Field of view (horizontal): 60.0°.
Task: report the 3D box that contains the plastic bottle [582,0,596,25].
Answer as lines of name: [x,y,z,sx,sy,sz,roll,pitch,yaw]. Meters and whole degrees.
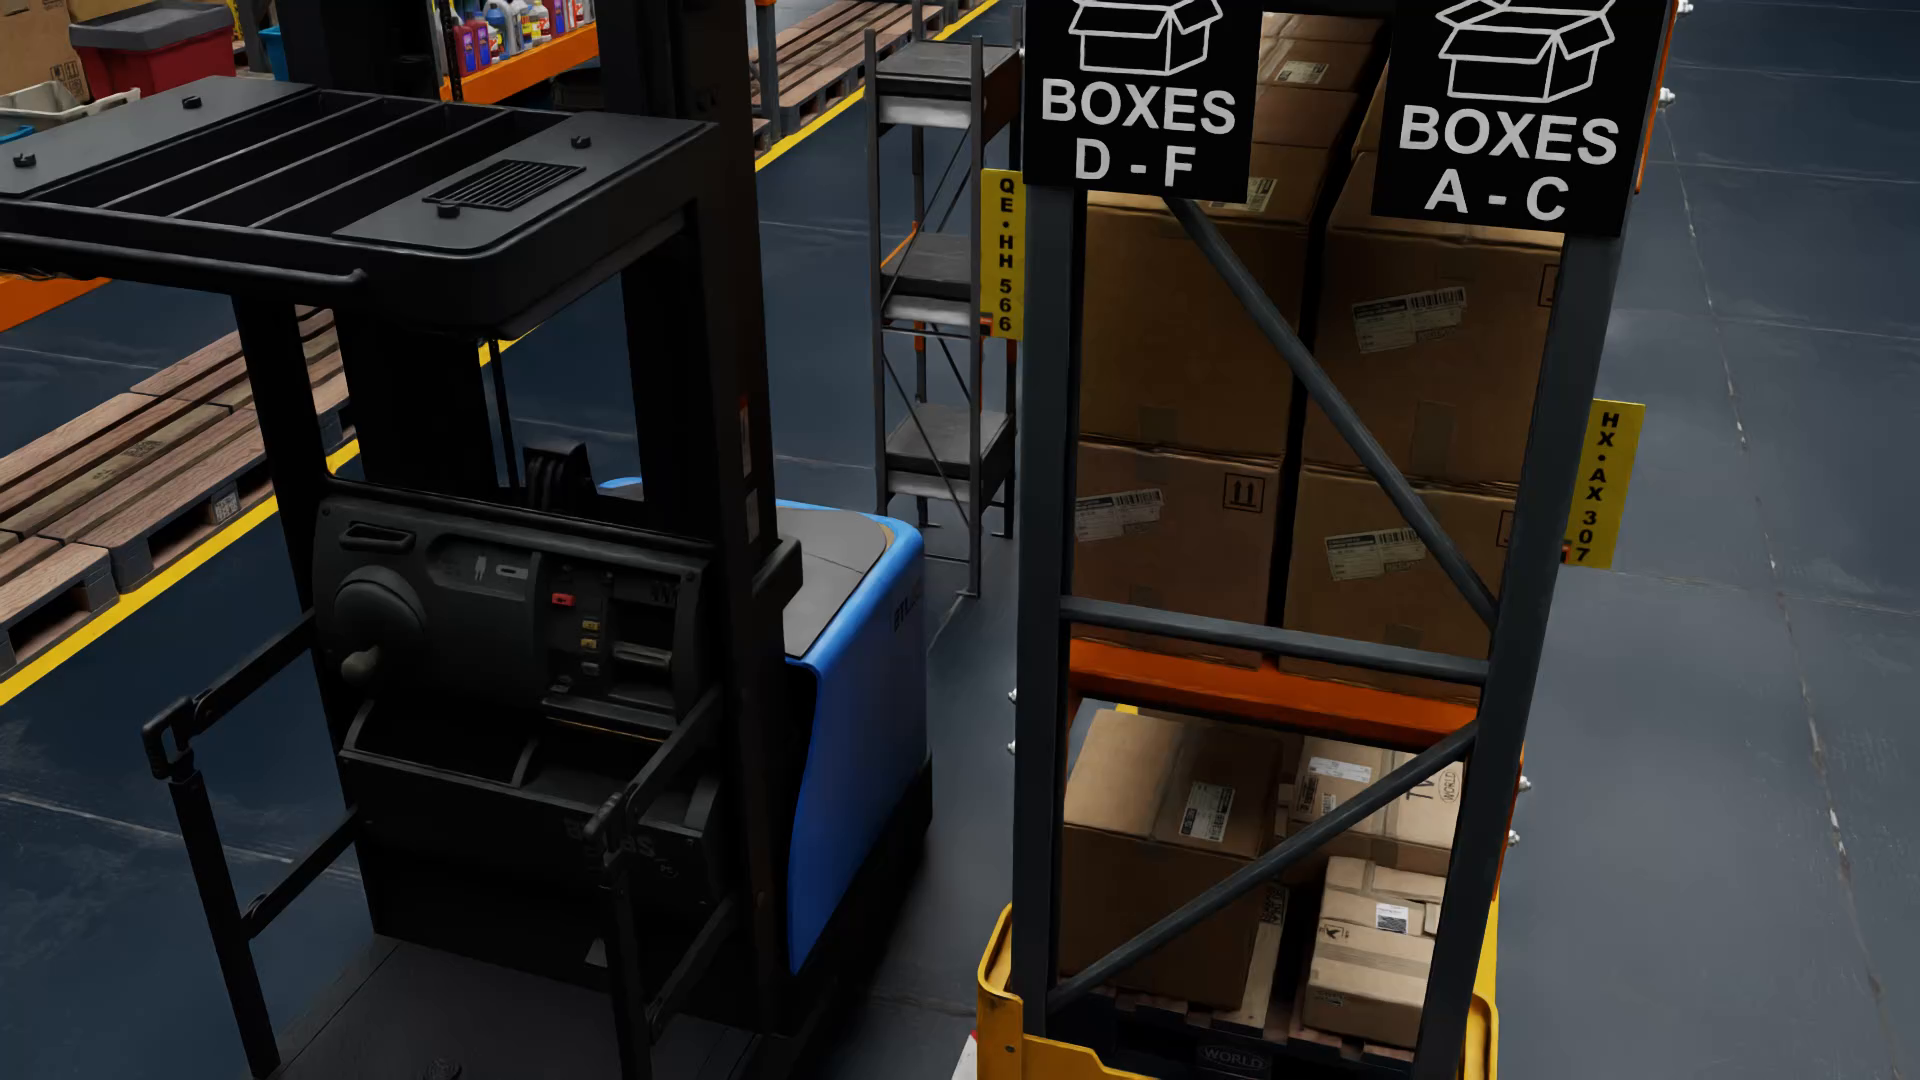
plastic bottle: [-2.109,-3.008,9.198,0.152,0.276,0.135,8,30,15]

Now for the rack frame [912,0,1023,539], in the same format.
rack frame: [0.023,-0.954,6.305,0.400,2.100,0.015,8,30,15]

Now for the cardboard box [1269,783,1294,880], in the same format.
cardboard box: [0.741,0.787,4.711,0.380,0.166,0.250,8,30,15]

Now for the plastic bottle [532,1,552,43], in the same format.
plastic bottle: [-2.224,-2.747,8.807,0.097,0.201,0.097,0,29,0]

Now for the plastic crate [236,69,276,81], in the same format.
plastic crate: [-3.222,-2.078,7.609,0.396,0.136,0.243,8,30,15]

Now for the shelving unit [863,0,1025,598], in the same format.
shelving unit: [-0.049,-0.841,6.101,0.431,2.100,0.503,8,30,15]

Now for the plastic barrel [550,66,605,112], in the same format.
plastic barrel: [-2.233,-2.597,10.381,0.600,0.588,0.708,8,30,15]

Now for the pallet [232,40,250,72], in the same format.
pallet: [-6.278,-4.073,13.854,1.003,0.211,1.213,8,30,15]

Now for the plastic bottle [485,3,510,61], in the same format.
plastic bottle: [-2.349,-2.580,8.434,0.097,0.271,0.097,0,29,0]

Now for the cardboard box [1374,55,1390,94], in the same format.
cardboard box: [1.292,-0.921,4.188,0.500,0.500,0.500,9,30,16]

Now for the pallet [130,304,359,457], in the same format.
pallet: [-3.127,-0.797,7.966,1.003,0.211,1.213,8,30,15]

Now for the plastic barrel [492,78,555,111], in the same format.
plastic barrel: [-2.565,-2.209,9.362,0.600,0.901,0.708,8,30,15]

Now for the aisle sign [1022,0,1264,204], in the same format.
aisle sign: [0.299,-0.944,2.686,0.394,0.787,0.004,8,30,15]

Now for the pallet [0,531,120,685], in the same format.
pallet: [-3.843,0.337,5.927,1.003,0.211,1.213,8,30,15]

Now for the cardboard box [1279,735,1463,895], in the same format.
cardboard box: [1.189,0.769,4.657,0.500,0.250,0.500,8,30,15]

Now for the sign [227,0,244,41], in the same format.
sign: [-3.474,-2.563,7.987,0.100,0.325,0.005,8,30,15]

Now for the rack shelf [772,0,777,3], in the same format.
rack shelf: [-1.187,-4.837,13.099,1.077,0.370,4.000,8,30,15]

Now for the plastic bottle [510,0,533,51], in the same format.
plastic bottle: [-2.281,-2.687,8.628,0.097,0.271,0.097,0,29,0]

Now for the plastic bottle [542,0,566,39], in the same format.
plastic bottle: [-2.172,-2.834,8.879,0.061,0.283,0.133,8,30,15]

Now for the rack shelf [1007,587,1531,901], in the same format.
rack shelf: [1.199,-0.411,5.142,1.077,0.370,4.000,8,30,15]

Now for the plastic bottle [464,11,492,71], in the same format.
plastic bottle: [-2.394,-2.483,8.249,0.061,0.283,0.133,8,30,15]

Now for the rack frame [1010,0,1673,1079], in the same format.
rack frame: [0.615,0.205,3.296,0.949,2.616,0.053,8,30,15]

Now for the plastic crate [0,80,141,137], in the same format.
plastic crate: [-3.573,-1.654,6.698,0.437,0.282,0.530,8,30,15]

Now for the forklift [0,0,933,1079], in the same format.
forklift: [-1.040,0.207,3.363,1.130,2.935,3.031,9,30,16]

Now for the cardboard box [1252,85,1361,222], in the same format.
cardboard box: [0.627,-0.757,3.894,0.500,0.500,0.500,9,30,16]

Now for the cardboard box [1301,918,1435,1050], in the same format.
cardboard box: [1.063,1.113,4.145,0.380,0.149,0.250,8,30,15]

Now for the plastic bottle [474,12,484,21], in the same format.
plastic bottle: [-2.466,-2.616,8.571,0.097,0.201,0.097,0,29,0]

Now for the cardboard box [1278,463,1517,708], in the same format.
cardboard box: [0.994,-0.008,3.576,0.500,0.500,0.500,9,30,16]

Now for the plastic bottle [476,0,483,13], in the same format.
plastic bottle: [-2.779,-3.112,9.387,0.152,0.276,0.135,8,30,15]

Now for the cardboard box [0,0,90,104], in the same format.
cardboard box: [-7.001,-3.453,11.625,1.225,0.875,0.875,9,30,15]

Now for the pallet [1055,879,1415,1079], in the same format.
pallet: [0.867,1.017,4.704,1.003,0.211,1.213,8,30,15]

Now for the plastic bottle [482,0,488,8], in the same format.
plastic bottle: [-2.654,-3.101,9.372,0.097,0.271,0.097,0,29,0]

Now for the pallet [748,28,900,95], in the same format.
pallet: [-1.150,-3.923,13.585,1.003,0.211,1.213,8,30,15]

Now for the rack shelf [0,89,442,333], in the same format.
rack shelf: [-3.536,-1.119,6.416,1.077,0.370,4.000,8,30,15]

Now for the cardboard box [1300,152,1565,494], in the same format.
cardboard box: [0.994,-0.445,3.332,0.500,0.500,0.500,9,30,16]

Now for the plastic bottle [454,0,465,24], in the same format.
plastic bottle: [-2.762,-2.931,9.065,0.097,0.271,0.097,0,29,0]

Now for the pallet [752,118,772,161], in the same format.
pallet: [-1.966,-2.631,11.262,1.003,0.211,1.213,8,30,15]

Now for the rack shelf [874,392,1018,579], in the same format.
rack shelf: [-0.049,-0.217,6.448,0.431,0.518,0.480,8,30,15]

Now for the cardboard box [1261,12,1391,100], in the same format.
cardboard box: [0.925,-1.237,4.757,0.500,0.500,0.500,9,30,16]

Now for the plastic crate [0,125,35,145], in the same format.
plastic crate: [-3.765,-1.448,6.378,0.416,0.233,0.300,8,30,15]

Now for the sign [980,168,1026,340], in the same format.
sign: [0.087,-0.528,3.098,0.100,0.325,0.005,8,30,15]

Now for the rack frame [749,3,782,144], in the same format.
rack frame: [-1.774,-4.222,11.254,1.000,3.000,0.127,8,30,15]

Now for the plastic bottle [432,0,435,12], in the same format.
plastic bottle: [-2.854,-2.795,8.739,0.144,0.351,0.185,8,30,15]

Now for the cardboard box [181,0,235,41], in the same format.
cardboard box: [-6.332,-4.343,13.590,0.700,0.500,0.500,7,30,12]
